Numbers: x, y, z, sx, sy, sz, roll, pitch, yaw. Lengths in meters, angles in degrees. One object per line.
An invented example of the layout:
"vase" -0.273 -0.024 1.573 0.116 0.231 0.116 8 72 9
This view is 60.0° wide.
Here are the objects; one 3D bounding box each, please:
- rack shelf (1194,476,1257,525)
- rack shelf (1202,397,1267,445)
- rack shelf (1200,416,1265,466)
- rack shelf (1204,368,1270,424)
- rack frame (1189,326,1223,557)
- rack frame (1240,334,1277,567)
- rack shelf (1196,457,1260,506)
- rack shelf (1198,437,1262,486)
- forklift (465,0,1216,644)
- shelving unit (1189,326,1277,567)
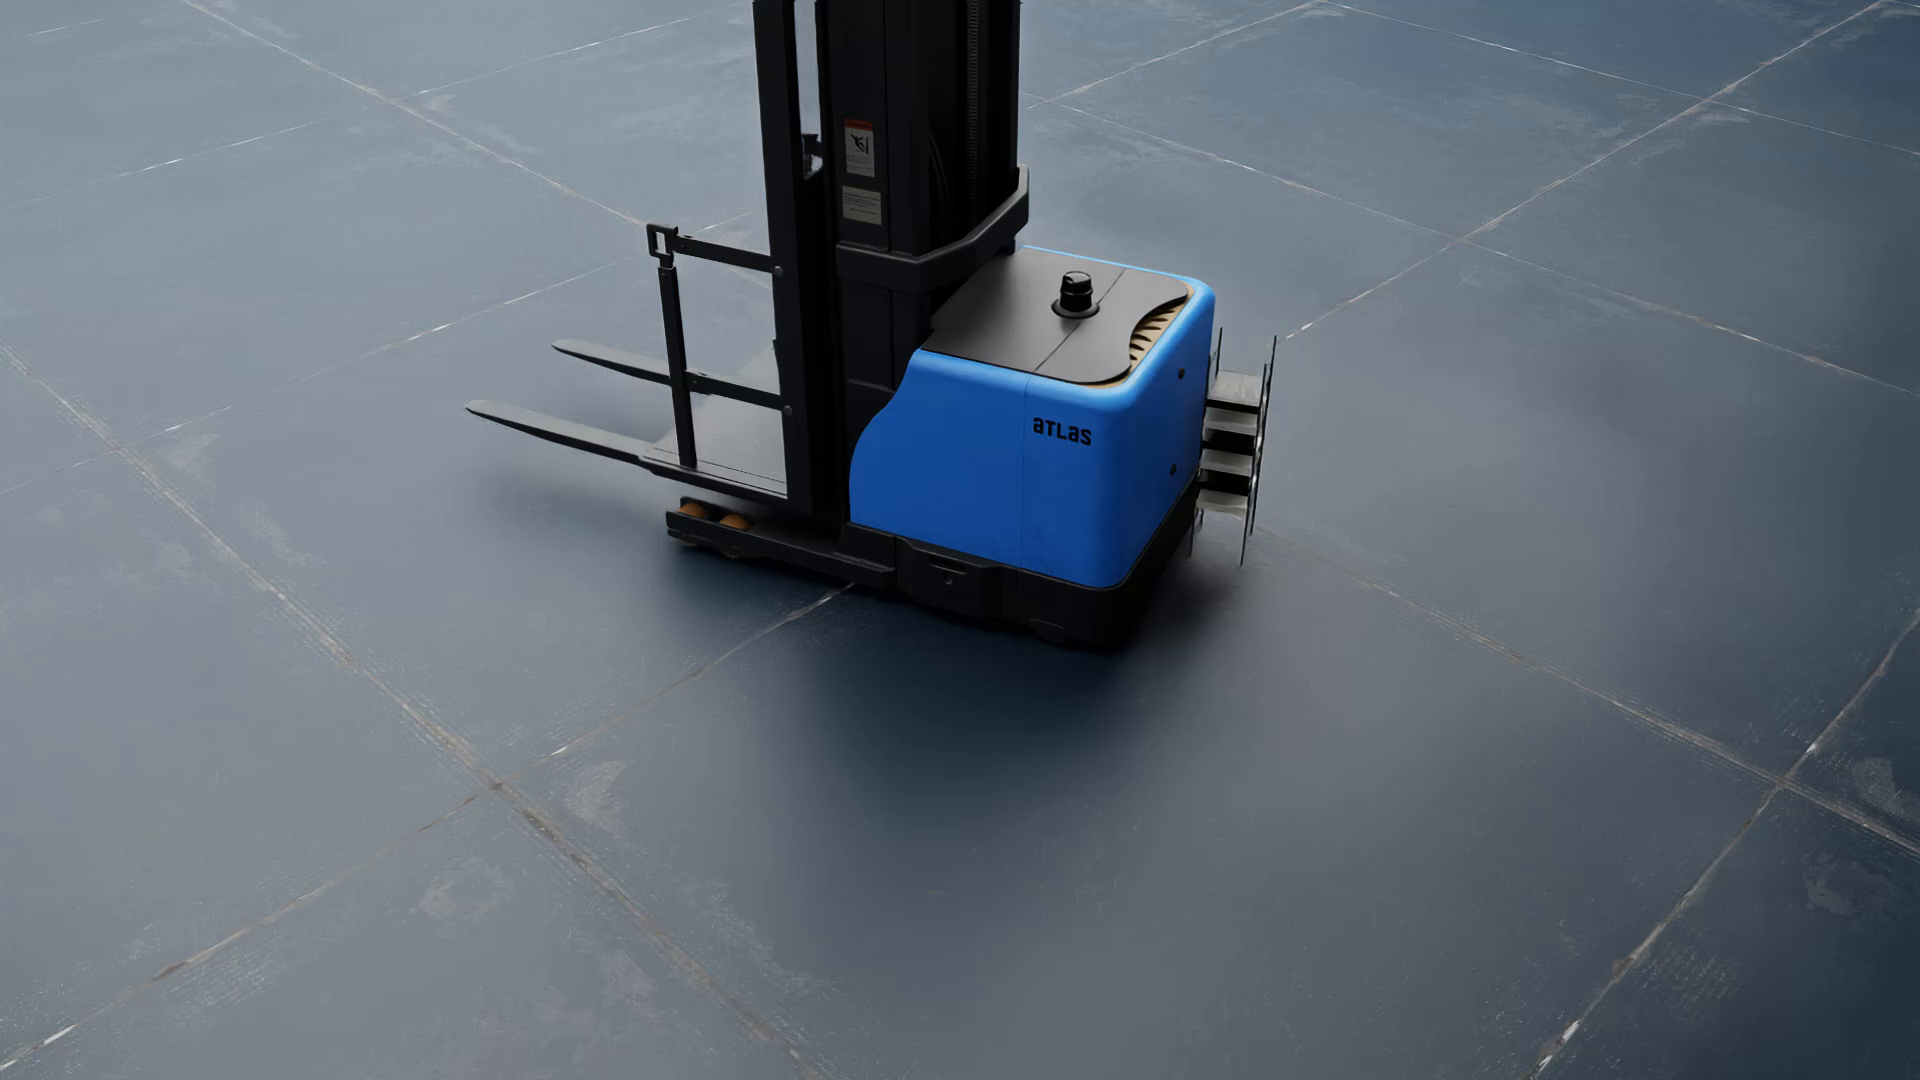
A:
"rack shelf" 1.039 -0.173 6.484 0.200 0.077 0.258 11 36 15
"rack shelf" 1.040 -0.468 6.278 0.200 0.077 0.258 11 36 15
"rack shelf" 1.040 -0.395 6.330 0.200 0.077 0.258 11 36 15
"rack shelf" 1.040 -0.542 6.227 0.200 0.077 0.258 11 36 15
"rack frame" 0.943 -0.366 6.388 0.006 0.900 0.240 11 36 15
"rack frame" 1.136 -0.330 6.336 0.006 0.900 0.240 11 36 15
"rack shelf" 1.040 -0.247 6.433 0.200 0.077 0.258 11 36 15
"rack shelf" 1.040 -0.321 6.381 0.200 0.077 0.258 11 36 15
"forklift" -0.599 -1.390 6.081 3.031 2.935 1.130 15 38 20
"shelving unit" 1.040 -0.348 6.362 0.210 0.900 0.258 11 36 15
